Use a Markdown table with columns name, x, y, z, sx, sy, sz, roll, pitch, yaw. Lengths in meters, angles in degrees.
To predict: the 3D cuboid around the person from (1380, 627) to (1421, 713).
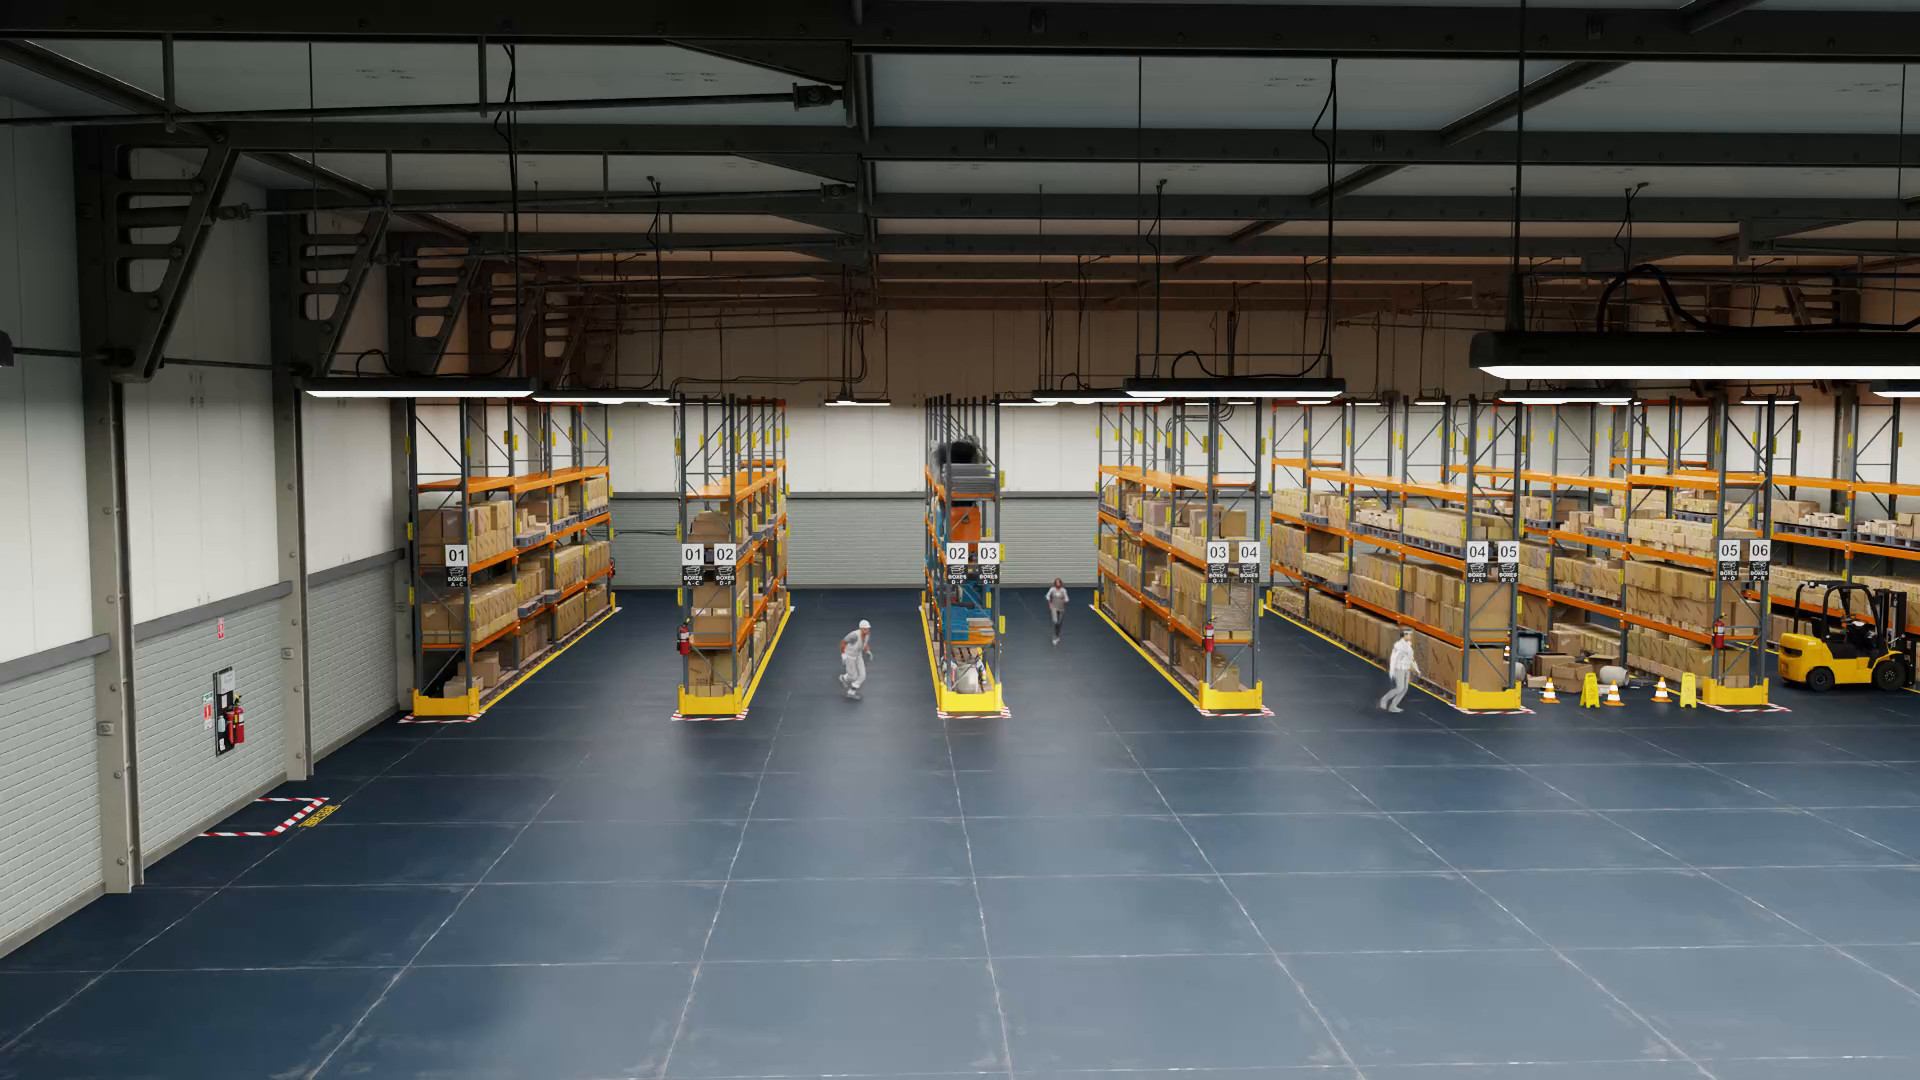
| name | x | y | z | sx | sy | sz | roll | pitch | yaw |
| --- | --- | --- | --- | --- | --- | --- | --- | --- | --- |
| person | 8.269 | 2.439 | 31.303 | 0.685 | 1.615 | 0.554 | -4 | 6 | -44 |

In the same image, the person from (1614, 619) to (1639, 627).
| name | x | y | z | sx | sy | sz | roll | pitch | yaw |
| --- | --- | --- | --- | --- | --- | --- | --- | --- | --- |
| person | 17.418 | 1.431 | 43.179 | 0.625 | 1.733 | 1.056 | -1 | 5 | -17 |

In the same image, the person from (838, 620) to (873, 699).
| name | x | y | z | sx | sy | sz | roll | pitch | yaw |
| --- | --- | --- | --- | --- | --- | --- | --- | --- | --- |
| person | -2.110 | 2.351 | 32.800 | 0.675 | 1.593 | 0.970 | -4 | 6 | -43 |

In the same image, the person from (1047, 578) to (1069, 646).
| name | x | y | z | sx | sy | sz | roll | pitch | yaw |
| --- | --- | --- | --- | --- | --- | --- | --- | --- | --- |
| person | 2.378 | 1.734 | 40.361 | 0.518 | 1.640 | 0.729 | 0 | 5 | -4 |
